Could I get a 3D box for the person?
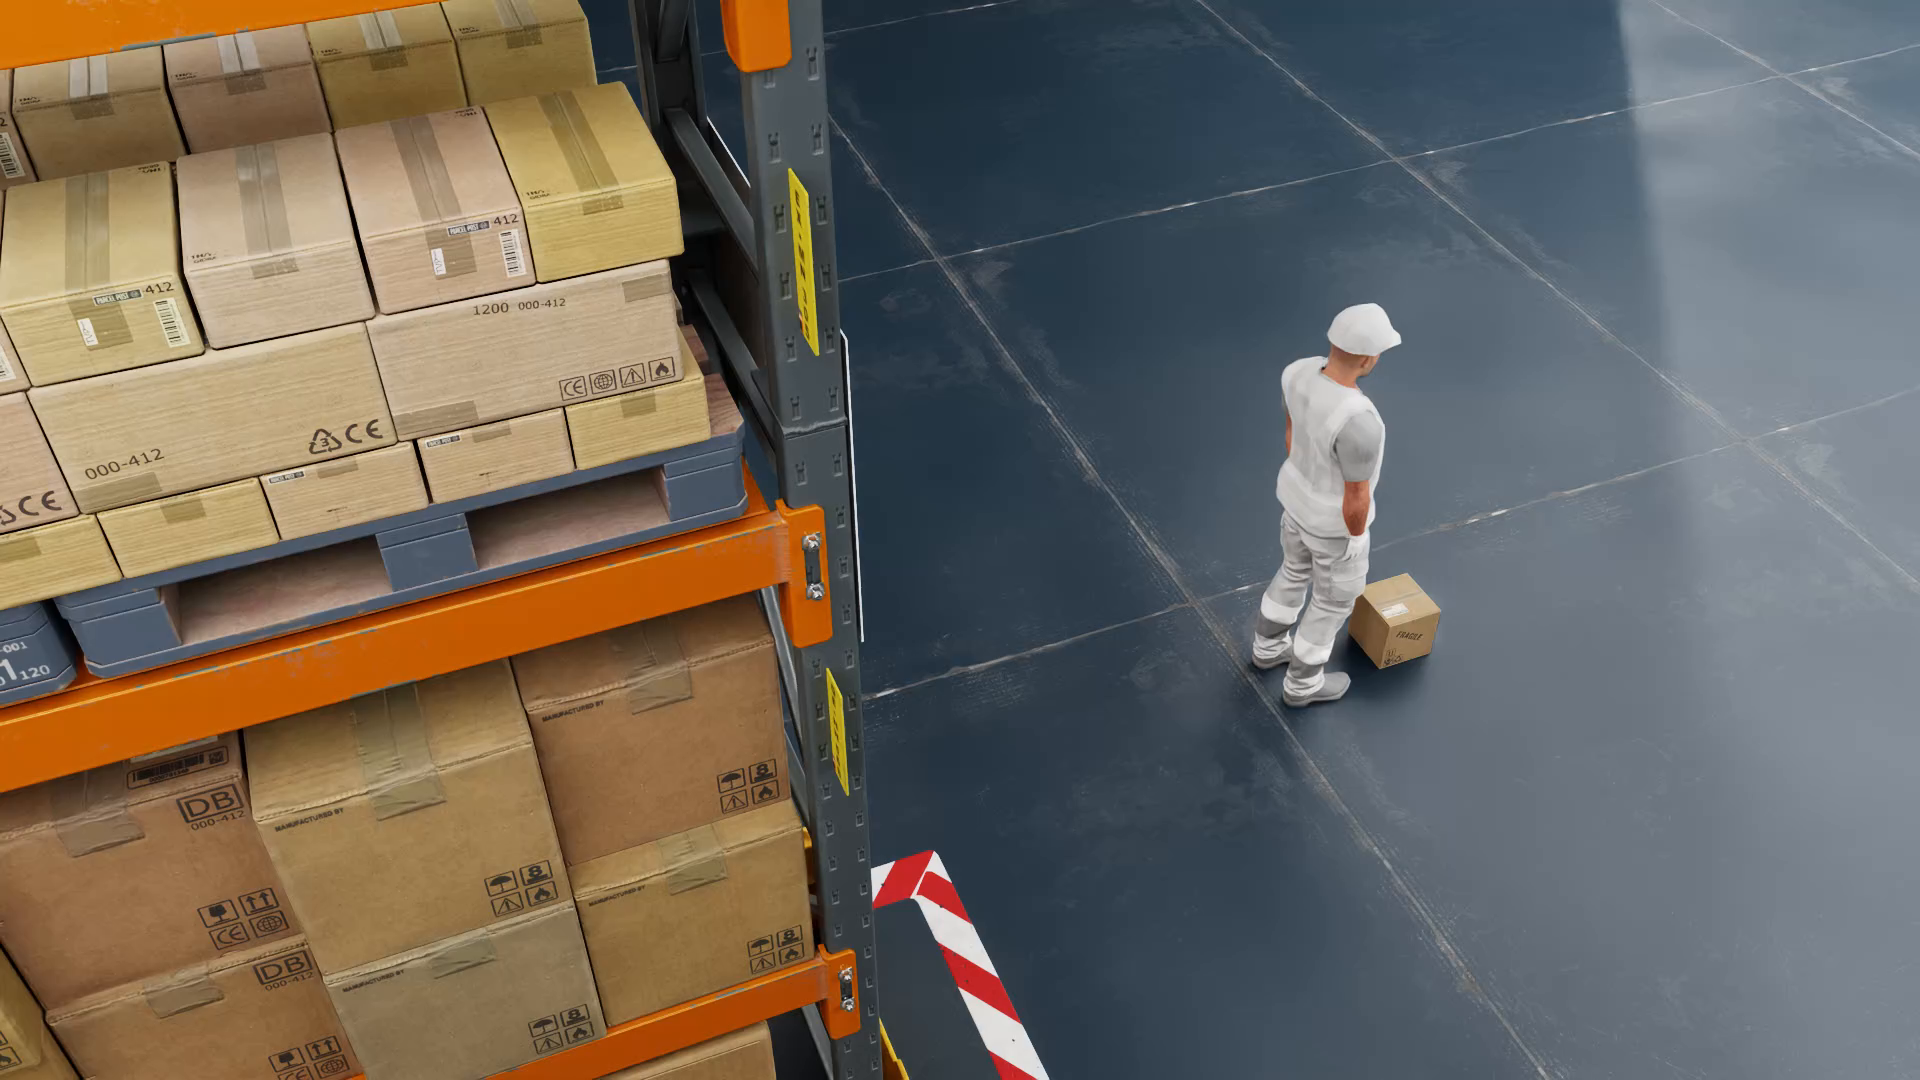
[{"bbox_3d":[1.378,-0.124,6.292,0.357,1.779,0.529,-14,43,-16],"label":"person"}]
